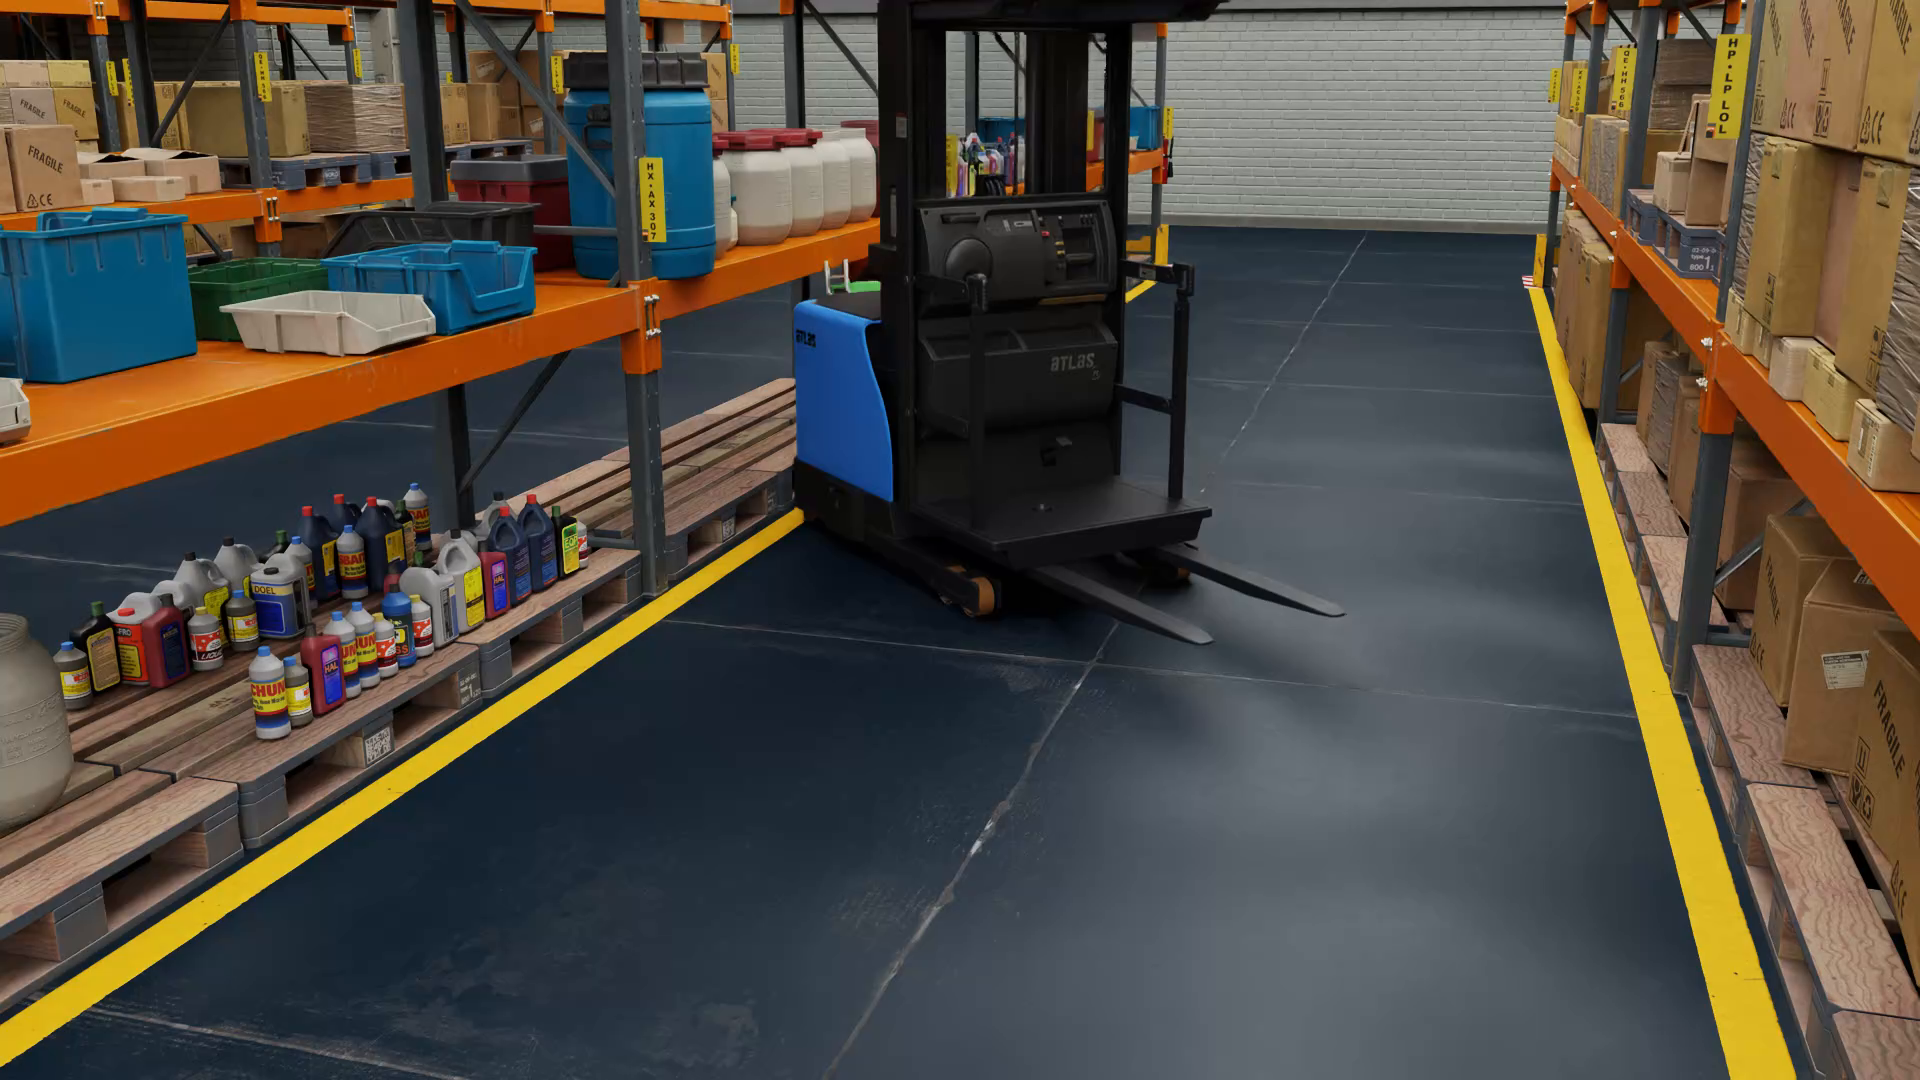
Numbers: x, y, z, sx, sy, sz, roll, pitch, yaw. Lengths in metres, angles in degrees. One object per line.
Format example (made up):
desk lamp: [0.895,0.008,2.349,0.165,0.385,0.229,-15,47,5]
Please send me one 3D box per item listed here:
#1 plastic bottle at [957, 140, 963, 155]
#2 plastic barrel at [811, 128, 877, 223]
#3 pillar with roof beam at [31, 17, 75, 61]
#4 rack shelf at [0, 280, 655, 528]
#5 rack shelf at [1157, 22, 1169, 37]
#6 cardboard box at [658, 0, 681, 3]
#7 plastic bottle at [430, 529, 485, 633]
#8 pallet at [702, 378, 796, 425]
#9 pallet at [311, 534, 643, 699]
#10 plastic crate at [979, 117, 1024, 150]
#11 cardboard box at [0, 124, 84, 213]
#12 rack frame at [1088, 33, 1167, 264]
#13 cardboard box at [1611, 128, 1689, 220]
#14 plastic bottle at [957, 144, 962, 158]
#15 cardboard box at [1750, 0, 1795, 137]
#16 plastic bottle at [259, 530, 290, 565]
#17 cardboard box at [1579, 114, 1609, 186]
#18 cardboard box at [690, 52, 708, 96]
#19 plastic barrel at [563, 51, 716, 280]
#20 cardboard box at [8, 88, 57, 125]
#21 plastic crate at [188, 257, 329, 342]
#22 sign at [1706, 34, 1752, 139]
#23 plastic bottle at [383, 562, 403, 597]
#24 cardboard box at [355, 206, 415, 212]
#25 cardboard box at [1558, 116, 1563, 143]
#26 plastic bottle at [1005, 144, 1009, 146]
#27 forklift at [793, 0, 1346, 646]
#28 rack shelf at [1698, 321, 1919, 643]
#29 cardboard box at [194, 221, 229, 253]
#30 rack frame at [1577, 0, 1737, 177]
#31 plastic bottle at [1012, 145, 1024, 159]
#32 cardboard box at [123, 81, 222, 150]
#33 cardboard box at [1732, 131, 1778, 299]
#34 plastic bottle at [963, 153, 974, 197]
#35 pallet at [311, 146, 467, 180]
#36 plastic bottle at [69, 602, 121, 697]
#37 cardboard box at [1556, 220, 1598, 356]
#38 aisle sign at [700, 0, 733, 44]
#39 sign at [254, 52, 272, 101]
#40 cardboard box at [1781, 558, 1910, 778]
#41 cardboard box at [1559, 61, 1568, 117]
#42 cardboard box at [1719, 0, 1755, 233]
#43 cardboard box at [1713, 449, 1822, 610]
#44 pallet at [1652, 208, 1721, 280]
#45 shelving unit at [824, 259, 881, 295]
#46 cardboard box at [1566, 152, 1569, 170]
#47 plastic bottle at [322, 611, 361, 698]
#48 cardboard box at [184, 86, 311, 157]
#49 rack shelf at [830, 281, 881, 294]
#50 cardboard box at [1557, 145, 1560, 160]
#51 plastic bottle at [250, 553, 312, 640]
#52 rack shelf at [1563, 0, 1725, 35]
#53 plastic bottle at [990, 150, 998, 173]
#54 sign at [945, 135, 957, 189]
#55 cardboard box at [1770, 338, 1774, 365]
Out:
plastic bottle: [-0.061,-3.095,13.472,0.152,0.276,0.135,5,16,16]
plastic barrel: [-0.684,-2.064,9.403,0.421,0.512,0.421,0,16,0]
pillar with roof beam: [-5.461,-6.913,15.711,9.100,9.000,0.400,5,16,16]
rack shelf: [-2.302,-0.380,4.990,1.077,0.370,4.000,5,16,16]
rack shelf: [1.109,-4.962,15.649,1.077,0.370,4.000,5,16,16]
cardboard box: [-3.246,-5.728,17.305,0.500,0.250,0.500,5,16,16]
plastic bottle: [-1.786,0.139,5.890,0.144,0.351,0.185,5,16,16]
pallet: [-0.854,-0.754,10.102,1.003,0.211,1.213,5,16,16]
pallet: [-1.964,0.265,6.509,1.003,0.211,1.213,5,16,16]
plastic crate: [0.346,-3.512,14.633,0.392,0.384,0.575,5,16,16]
cardboard box: [-5.806,-2.289,10.218,0.500,0.500,0.500,4,16,13]
rack frame: [1.677,-4.389,17.805,1.000,3.000,0.127,5,16,16]
cardboard box: [4.055,-2.108,9.581,0.500,0.500,0.500,5,17,18]
plastic bottle: [-0.074,-2.937,12.914,0.152,0.276,0.135,5,16,16]
cardboard box: [2.644,-1.439,4.846,0.500,0.500,0.500,5,16,16]
plastic bottle: [-2.501,0.114,6.101,0.061,0.283,0.133,5,17,18]
cardboard box: [4.919,-2.905,12.392,0.500,0.500,0.500,5,16,16]
cardboard box: [-3.077,-5.033,18.061,0.500,0.500,0.500,5,17,17]
plastic barrel: [-1.333,-1.568,6.941,0.600,0.901,0.708,5,16,16]
cardboard box: [-8.983,-4.037,15.799,0.500,0.500,0.500,5,17,16]
plastic crate: [-2.390,-0.814,5.590,0.450,0.188,0.662,5,16,16]
sign: [2.482,-1.464,5.373,0.100,0.325,0.005,5,16,16]
plastic bottle: [-1.938,0.206,5.779,0.061,0.283,0.133,5,16,16]
cardboard box: [-4.863,-2.728,14.350,0.500,0.250,0.500,5,16,16]
cardboard box: [5.889,-3.834,15.580,0.500,0.250,0.500,4,16,15]
plastic bottle: [0.366,-2.929,12.896,0.097,0.271,0.097,0,16,0]
forklift: [0.363,-1.239,6.825,1.130,2.935,3.031,-9,18,-29]
rack shelf: [2.447,0.004,3.636,1.077,0.370,4.000,5,16,16]
cardboard box: [-8.502,-3.429,18.232,0.700,0.500,0.500,4,16,15]
rack frame: [5.289,-2.958,12.761,1.000,3.000,0.127,5,16,16]
plastic bottle: [0.453,-2.892,12.754,0.152,0.276,0.135,5,16,16]
cardboard box: [-8.576,-4.586,17.951,0.980,0.700,0.700,4,16,14]
cardboard box: [2.828,-0.943,4.930,0.875,0.500,0.500,5,16,16]
plastic bottle: [0.050,-2.480,11.290,0.061,0.283,0.133,5,16,16]
pallet: [-4.796,-3.098,13.605,1.003,0.211,1.213,5,16,16]
plastic bottle: [-2.753,0.346,5.284,0.061,0.283,0.133,5,17,17]
cardboard box: [4.873,-1.735,11.574,1.225,0.875,0.875,4,16,14]
aisle sign: [-2.758,-6.018,18.787,0.394,0.787,0.004,5,16,16]
sign: [-4.811,-3.196,11.477,0.100,0.325,0.005,5,16,16]
cardboard box: [2.708,0.387,4.778,0.500,0.500,0.500,11,19,33]
cardboard box: [5.888,-4.201,15.498,0.500,0.500,0.500,4,16,15]
cardboard box: [3.376,-1.553,5.938,1.000,1.000,1.000,5,17,16]
cardboard box: [3.211,-0.033,6.224,0.700,0.500,0.500,3,16,12]
pallet: [3.629,-1.298,7.261,1.003,0.211,1.213,5,16,16]
shelving unit: [-0.374,-0.850,8.577,0.503,1.200,0.258,-9,10,-29]
cardboard box: [5.354,-3.212,14.116,0.380,0.149,0.250,5,17,17]
plastic bottle: [-1.958,0.358,5.262,0.097,0.271,0.097,0,16,0]
cardboard box: [-5.274,-3.104,12.324,0.700,0.500,0.500,-1,16,-3]
rack shelf: [-0.402,-1.260,8.512,0.480,0.148,0.258,-9,10,-29]
cardboard box: [5.792,-3.614,15.534,0.380,0.149,0.250,4,16,15]
plastic bottle: [-2.386,0.194,5.833,0.152,0.276,0.135,5,16,16]
rack shelf: [5.857,-4.578,14.295,1.077,0.370,4.000,5,16,16]
plastic bottle: [0.224,-2.652,11.919,0.097,0.271,0.097,0,16,0]
sign: [-0.067,-2.333,10.260,0.100,0.325,0.005,5,16,16]
cardboard box: [2.476,-0.513,4.602,0.380,0.149,0.250,5,16,16]
